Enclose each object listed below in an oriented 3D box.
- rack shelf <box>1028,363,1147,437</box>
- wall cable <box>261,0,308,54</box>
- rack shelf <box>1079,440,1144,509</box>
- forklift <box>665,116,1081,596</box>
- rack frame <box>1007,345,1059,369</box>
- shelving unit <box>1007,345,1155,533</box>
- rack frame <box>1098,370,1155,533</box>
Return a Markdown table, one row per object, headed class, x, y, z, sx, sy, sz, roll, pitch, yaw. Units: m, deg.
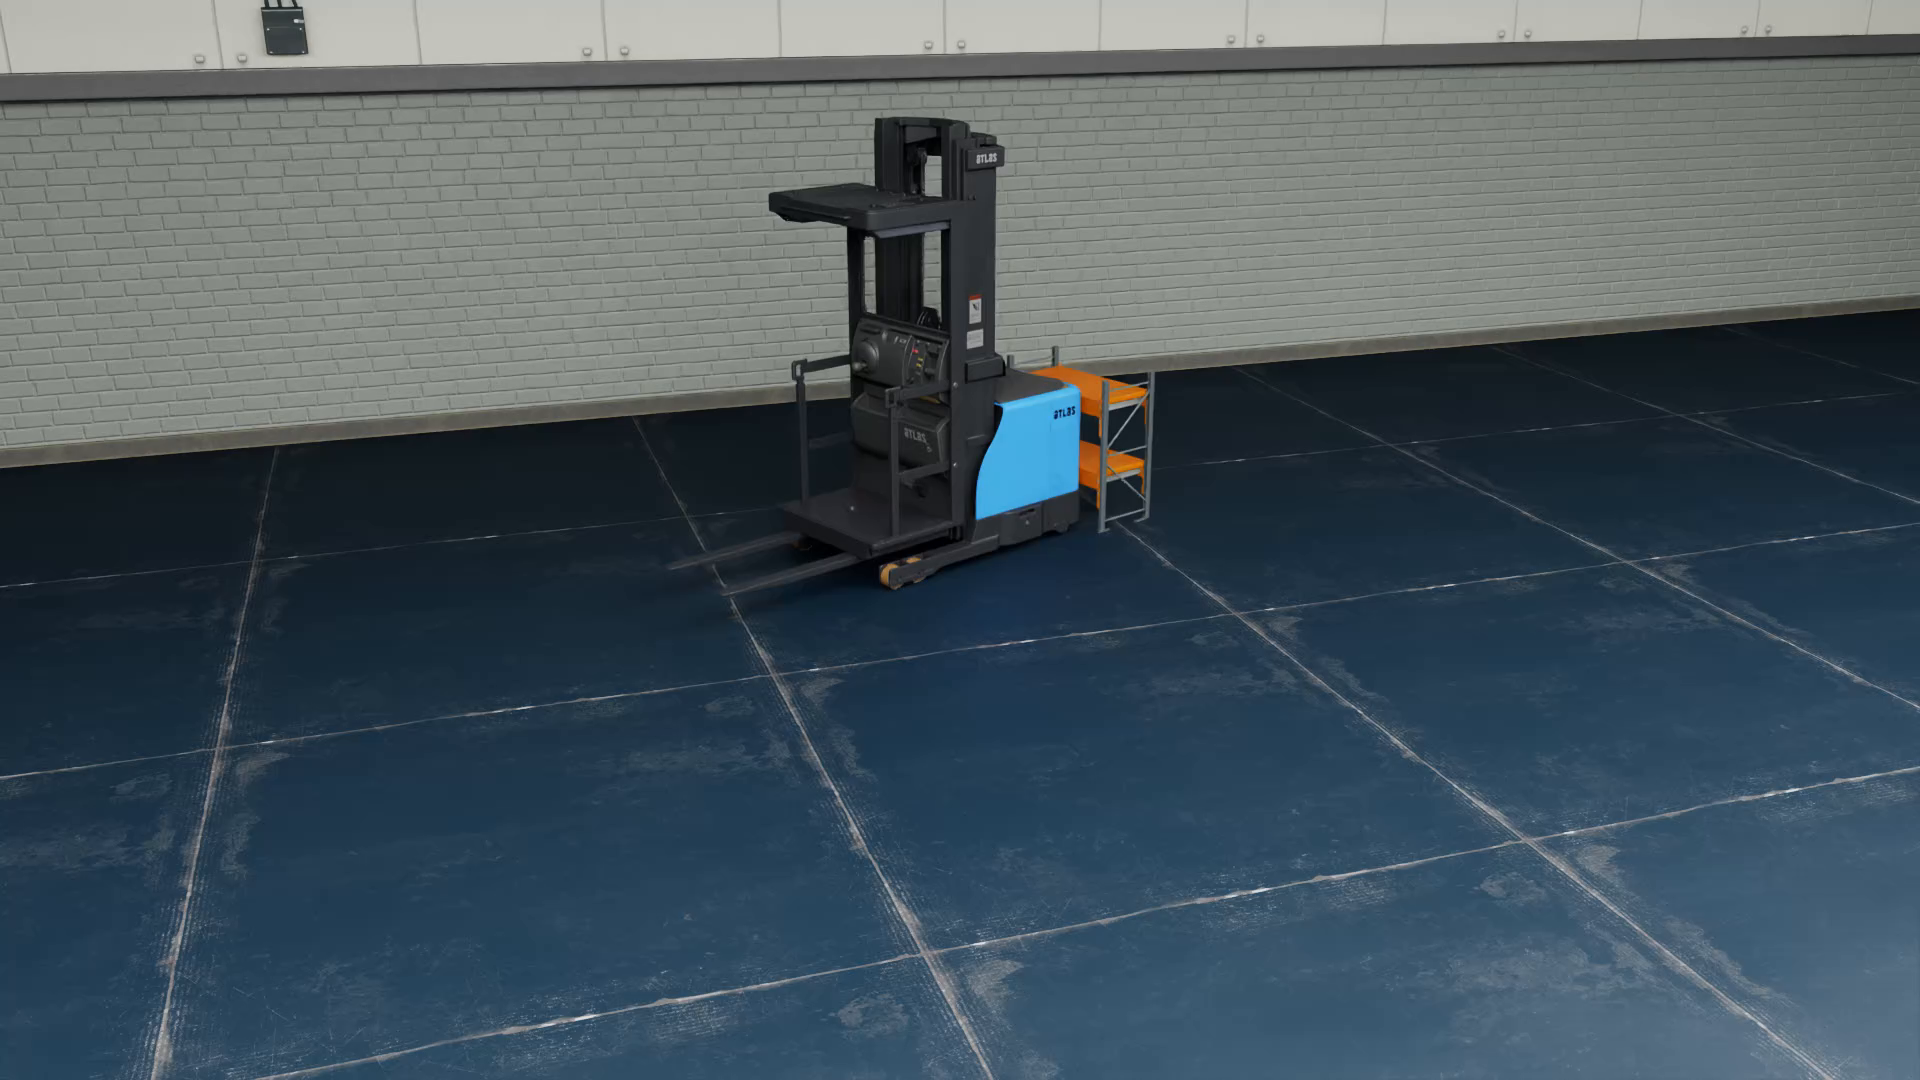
| class | x | y | z | sx | sy | sz | roll | pitch | yaw |
| --- | --- | --- | --- | --- | --- | --- | --- | --- | --- |
| rack shelf | 0.879 | -1.047 | 12.303 | 0.538 | 0.278 | 1.000 | -16 | 25 | -37 |
| wall cable | -4.384 | -6.789 | 12.475 | 2.305 | 6.003 | 0.169 | -6 | 21 | -17 |
| rack shelf | 0.879 | -0.542 | 12.484 | 0.538 | 0.278 | 1.000 | -16 | 25 | -37 |
| forklift | -0.562 | -1.252 | 11.066 | 3.031 | 2.935 | 1.130 | -17 | 26 | -39 |
| rack frame | 0.555 | -0.904 | 12.770 | 0.500 | 1.125 | 0.032 | -16 | 25 | -37 |
| shelving unit | 0.879 | -0.772 | 12.402 | 0.538 | 1.125 | 1.048 | -16 | 25 | -37 |
| rack frame | 1.203 | -0.640 | 12.033 | 0.500 | 1.125 | 0.032 | -16 | 25 | -37 |
